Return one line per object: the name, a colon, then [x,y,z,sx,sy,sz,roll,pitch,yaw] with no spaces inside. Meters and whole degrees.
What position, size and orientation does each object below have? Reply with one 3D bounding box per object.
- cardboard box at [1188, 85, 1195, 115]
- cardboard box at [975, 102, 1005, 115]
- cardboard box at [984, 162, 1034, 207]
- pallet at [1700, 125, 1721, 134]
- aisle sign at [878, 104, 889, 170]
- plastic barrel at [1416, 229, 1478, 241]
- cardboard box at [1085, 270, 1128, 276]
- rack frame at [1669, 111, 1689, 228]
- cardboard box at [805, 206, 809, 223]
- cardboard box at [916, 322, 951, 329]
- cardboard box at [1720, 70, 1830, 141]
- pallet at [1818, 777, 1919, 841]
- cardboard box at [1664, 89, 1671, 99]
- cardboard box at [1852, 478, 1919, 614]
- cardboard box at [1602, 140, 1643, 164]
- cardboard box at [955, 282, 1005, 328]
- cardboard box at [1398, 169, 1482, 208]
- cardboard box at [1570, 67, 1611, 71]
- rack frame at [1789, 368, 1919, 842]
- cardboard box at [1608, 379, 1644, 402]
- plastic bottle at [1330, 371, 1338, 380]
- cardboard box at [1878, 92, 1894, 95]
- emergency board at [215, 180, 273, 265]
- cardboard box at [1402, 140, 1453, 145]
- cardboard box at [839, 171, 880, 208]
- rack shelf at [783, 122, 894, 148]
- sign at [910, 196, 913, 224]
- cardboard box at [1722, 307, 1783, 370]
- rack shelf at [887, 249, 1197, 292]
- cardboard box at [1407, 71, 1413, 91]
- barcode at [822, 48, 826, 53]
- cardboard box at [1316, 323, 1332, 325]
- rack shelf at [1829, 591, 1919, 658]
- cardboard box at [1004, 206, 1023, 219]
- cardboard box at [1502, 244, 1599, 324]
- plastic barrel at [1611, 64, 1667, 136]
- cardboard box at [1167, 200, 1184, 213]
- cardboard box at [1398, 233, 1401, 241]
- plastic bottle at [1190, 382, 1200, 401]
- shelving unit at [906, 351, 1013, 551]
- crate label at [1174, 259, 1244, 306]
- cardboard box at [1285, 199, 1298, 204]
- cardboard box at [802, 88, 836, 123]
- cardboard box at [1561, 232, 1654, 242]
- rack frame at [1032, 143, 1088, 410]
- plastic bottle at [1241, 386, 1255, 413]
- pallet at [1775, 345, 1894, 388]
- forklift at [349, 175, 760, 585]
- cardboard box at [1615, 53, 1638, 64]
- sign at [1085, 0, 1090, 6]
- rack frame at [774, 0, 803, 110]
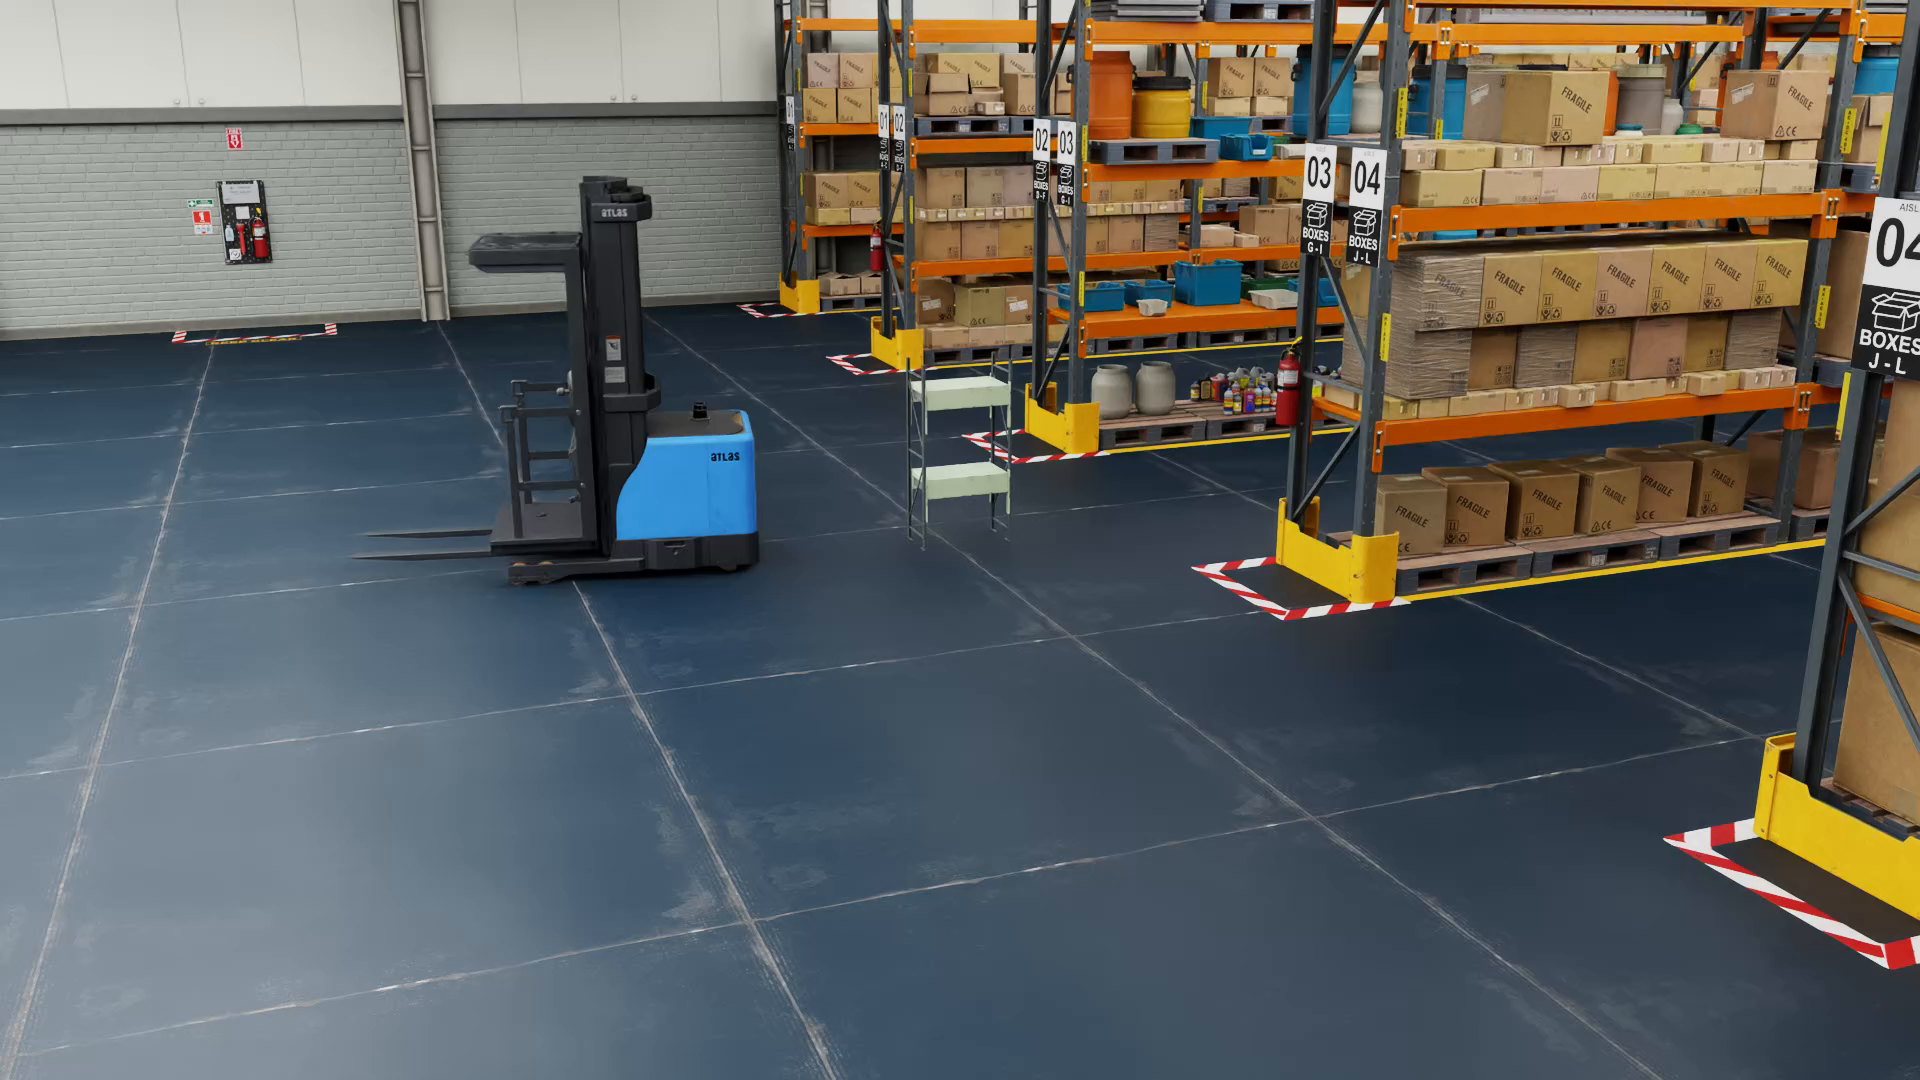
cardboard box: [3.661,-7.242,27.395,0.637,0.503,0.797,-4,17,-12]
cardboard box: [0.372,-5.400,20.793,0.250,0.149,0.380,-6,17,-20]
cardboard box: [0.660,-4.566,21.342,0.500,0.500,0.700,-6,17,-20]
pallet: [9.199,-4.644,19.099,1.213,0.211,1.003,-6,17,-20]
aisle sign: [-0.956,-5.059,20.887,0.004,0.787,0.394,-6,17,-20]
plastic barrel: [5.184,-3.040,17.738,0.708,0.901,0.600,-6,17,-20]
cardboard box: [1.936,-3.369,22.551,0.500,0.500,0.500,-6,17,-20]
rack frame: [10.416,-4.951,25.133,0.127,3.000,1.000,-6,17,-20]
cardboard box: [-2.198,-5.079,25.802,0.500,0.250,0.500,-6,17,-19]
cardboard box: [-0.395,-2.755,21.790,0.500,0.250,0.500,-6,17,-20]
cardboard box: [6.158,-3.295,12.577,0.500,0.500,0.500,-7,18,-22]
pallet: [5.151,1.418,8.395,1.213,0.211,1.003,-6,17,-20]
cardboard box: [10.773,-6.678,25.071,0.500,0.250,0.500,-6,17,-20]
cardboard box: [4.762,0.060,7.804,0.550,0.550,0.875,-6,17,-20]
cardboard box: [4.775,-2.849,12.211,0.250,0.149,0.380,-7,18,-22]
cardboard box: [0.257,-3.029,21.394,0.500,0.500,0.500,-6,17,-20]
cardboard box: [3.294,-2.482,11.668,0.500,0.250,0.500,-6,17,-18]
cardboard box: [9.303,-6.582,24.266,0.600,0.600,0.600,-6,18,-21]
rack frame: [4.432,0.181,7.657,0.127,3.000,1.000,-6,17,-20]
cardboard box: [4.985,-1.170,12.706,0.250,0.149,0.380,-6,17,-20]
plastic bottle: [4.165,-1.782,18.528,0.097,0.201,0.097,0,16,0]
cardboard box: [7.841,-3.344,13.410,0.637,0.503,0.797,-5,17,-18]
emergency board: [-10.145,-4.498,23.591,0.643,1.169,0.194,-6,17,-20]
cardboard box: [3.401,-2.854,12.230,0.250,0.149,0.380,-7,18,-22]
cardboard box: [-1.547,-5.357,25.418,0.500,0.500,0.500,-6,17,-20]
rack shelf: [-0.698,-6.339,25.815,4.000,0.370,1.077,-6,17,-20]
sign: [-0.597,-4.047,20.380,0.005,0.325,0.100,-6,17,-20]
cardboard box: [6.044,-1.699,13.354,0.500,0.500,0.875,-6,17,-20]
rack shelf: [1.078,-3.597,21.801,4.000,0.370,1.077,-6,17,-20]
cardboard box: [7.779,-7.892,28.867,0.500,0.500,0.700,-7,18,-23]
barcode: [-2.082,-7.502,25.480,0.075,0.075,0.001,-6,17,-20]
cardboard box: [4.847,-3.157,23.159,0.500,0.250,0.500,-6,17,-19]
rack shelf: [6.300,0.325,8.445,4.000,0.370,1.077,-6,17,-20]
cardboard box: [0.617,-4.187,21.205,0.250,0.149,0.380,-7,18,-22]
cardboard box: [4.299,-1.887,12.222,0.500,0.500,0.500,-6,17,-20]
plastic barrel: [7.605,-4.898,18.740,0.600,0.901,0.600,0,16,0]
cardboard box: [2.768,-4.419,21.995,0.250,0.149,0.380,-6,17,-20]
cardboard box: [5.940,-4.263,23.239,0.250,0.149,0.380,-6,17,-20]
plastic bottle: [2.537,-1.606,17.929,0.097,0.201,0.097,0,16,0]
shelving unit: [-0.006,-0.719,13.385,0.755,1.500,0.431,-6,17,-20]
crate label: [2.601,-2.711,17.443,0.616,0.435,0.502,-6,17,-20]
cardboard box: [5.533,-5.735,28.213,0.250,0.149,0.380,-6,17,-19]
cardboard box: [-2.164,-6.508,24.901,0.500,0.500,0.500,-6,17,-19]
cardboard box: [5.042,-2.128,13.042,0.500,0.500,0.500,-6,17,-20]
rack frame: [0.979,-2.437,16.574,0.127,3.000,1.000,-6,17,-20]
plastic bottle: [3.002,-1.464,17.299,0.133,0.283,0.061,-6,17,-19]
pallet: [7.253,-1.484,13.668,1.213,0.211,1.003,-6,17,-20]
forklift: [-3.109,-1.229,12.580,3.031,2.935,1.130,-3,17,-10]
cardboard box: [11.789,-8.488,29.867,0.500,0.500,0.500,-6,17,-20]
sign: [1.172,-5.070,15.263,0.005,0.325,0.100,-6,17,-20]
rack frame: [-2.566,-7.922,24.605,0.127,3.000,1.000,-6,17,-20]
